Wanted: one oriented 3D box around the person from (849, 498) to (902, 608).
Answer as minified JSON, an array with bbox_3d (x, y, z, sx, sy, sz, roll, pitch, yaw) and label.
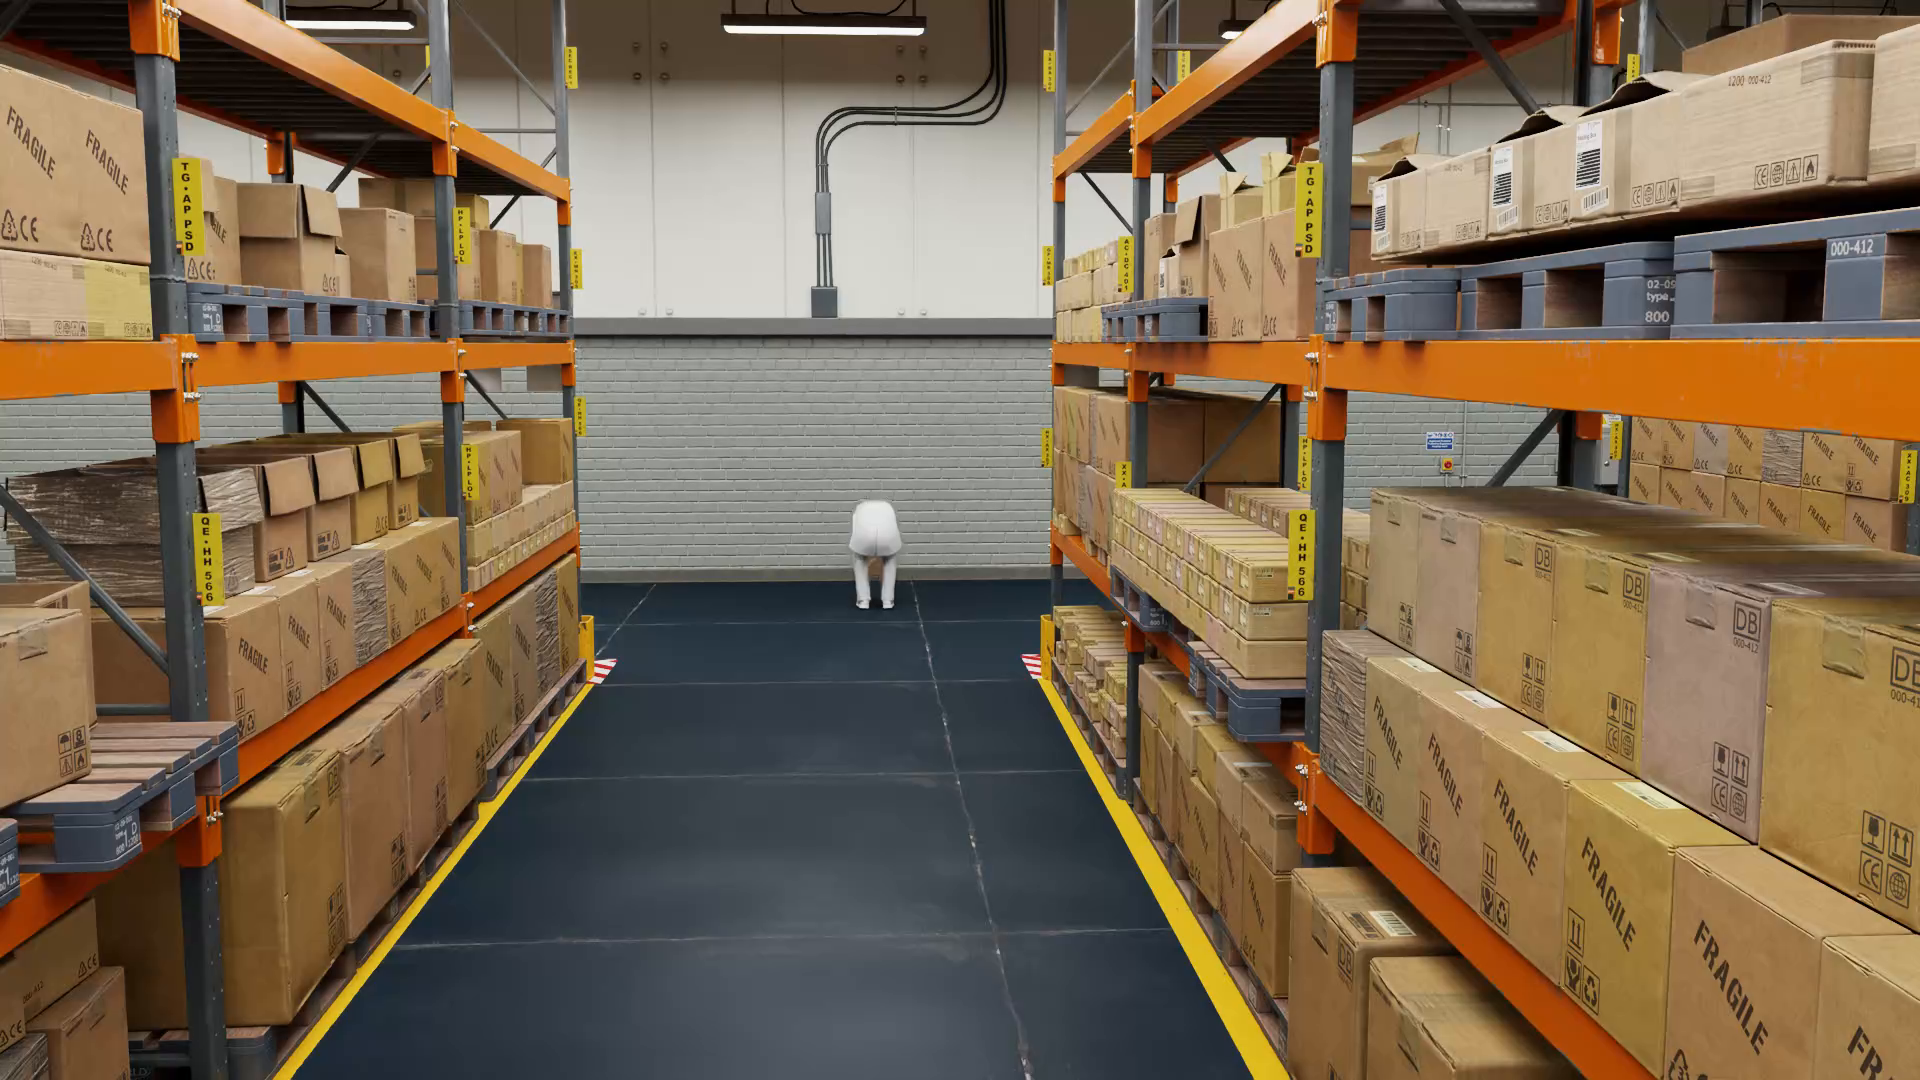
[{"bbox_3d":[-0.921,0.130,17.933,0.568,1.140,0.948,-1,7,-6],"label":"person"}]
